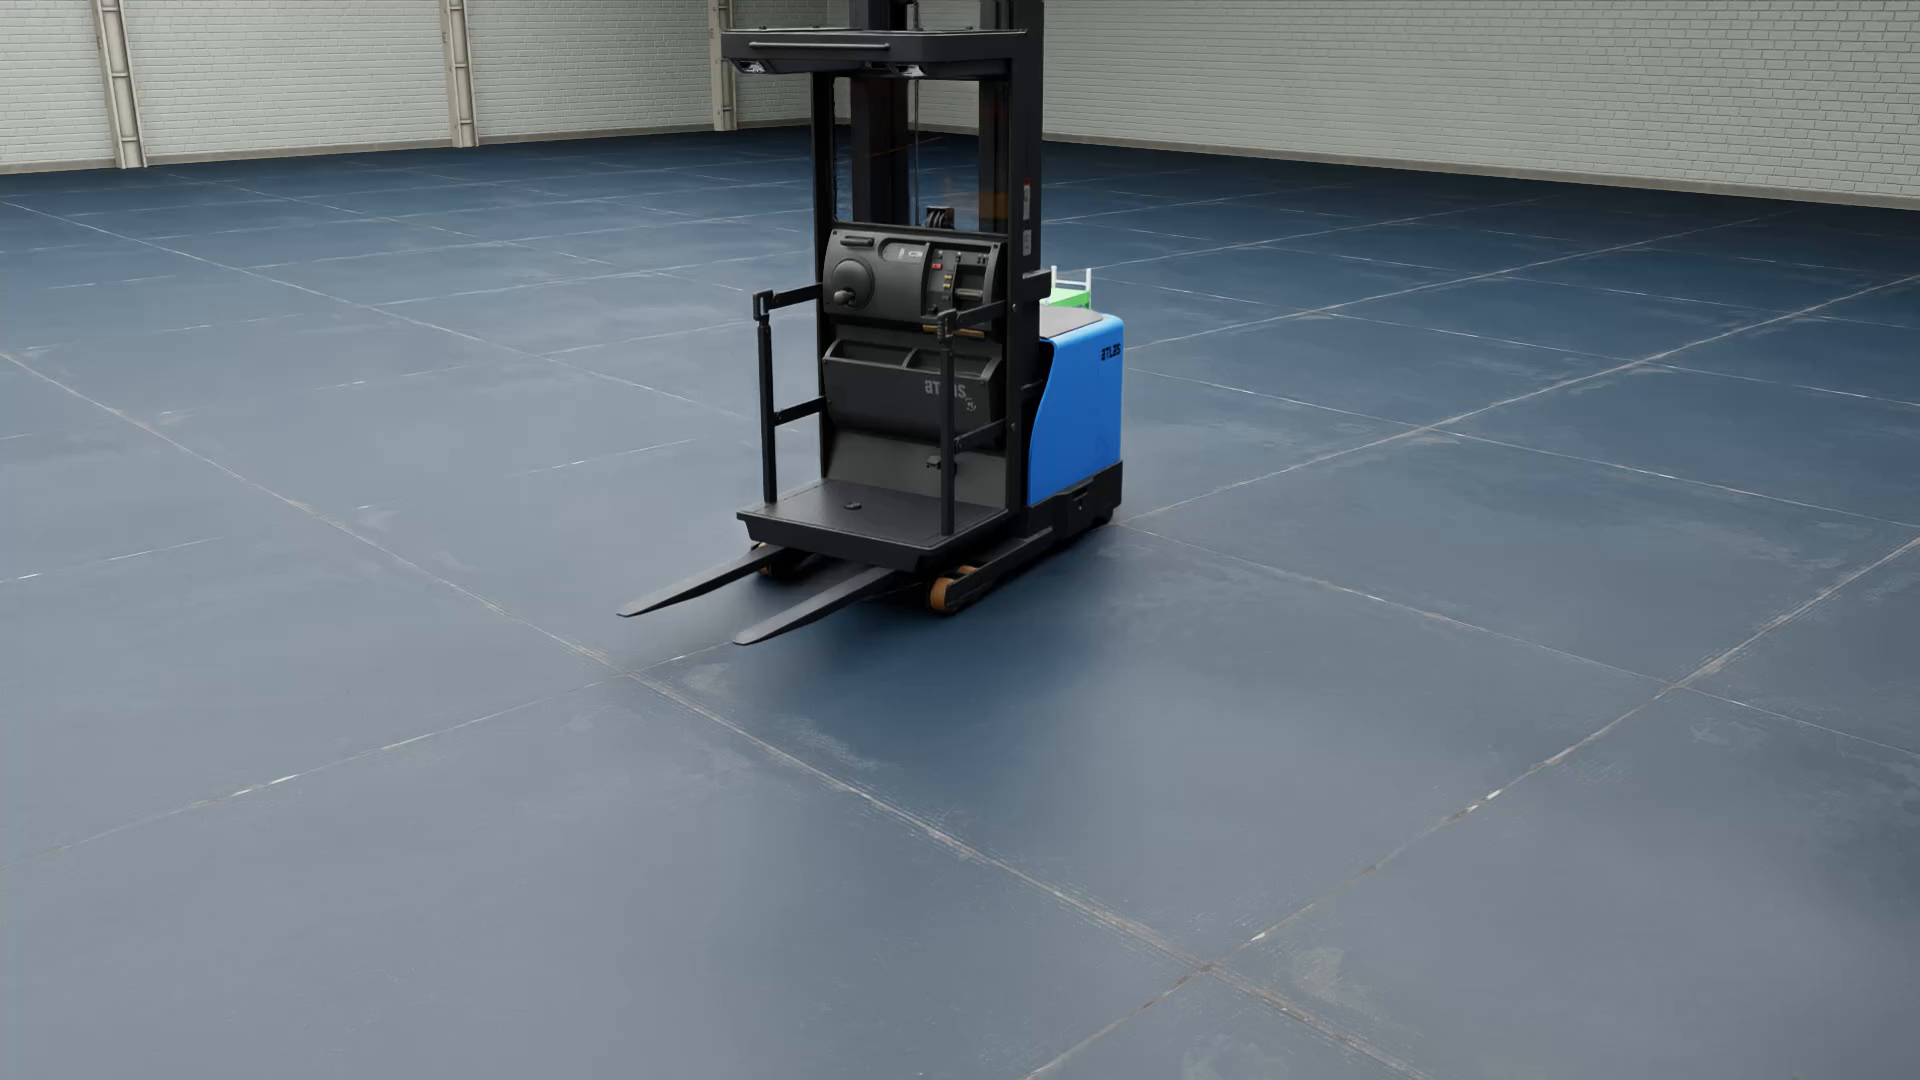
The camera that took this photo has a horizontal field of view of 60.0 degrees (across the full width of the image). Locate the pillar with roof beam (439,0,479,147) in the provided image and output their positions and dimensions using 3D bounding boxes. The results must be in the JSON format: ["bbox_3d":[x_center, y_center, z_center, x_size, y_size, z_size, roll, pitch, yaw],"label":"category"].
[{"bbox_3d":[-6.393,-10.761,27.083,0.400,9.000,9.100,-16,24,-41],"label":"pillar with roof beam"}]

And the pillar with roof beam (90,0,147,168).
[{"bbox_3d":[-10.752,-9.489,23.162,0.400,9.000,9.100,-16,24,-41],"label":"pillar with roof beam"}]

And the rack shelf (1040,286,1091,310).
[{"bbox_3d":[0.494,-1.283,9.147,0.258,0.148,0.480,11,21,30],"label":"rack shelf"}]

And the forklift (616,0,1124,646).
[{"bbox_3d":[-0.338,-1.224,7.508,1.130,2.935,3.031,11,21,30],"label":"forklift"}]

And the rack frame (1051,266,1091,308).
[{"bbox_3d":[0.622,-0.951,9.473,0.240,1.200,0.015,11,21,30],"label":"rack frame"}]

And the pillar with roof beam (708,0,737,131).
[{"bbox_3d":[-2.033,-12.032,31.005,0.400,9.000,9.100,-16,24,-41],"label":"pillar with roof beam"}]

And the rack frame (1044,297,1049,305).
[{"bbox_3d":[0.367,-0.823,9.077,0.240,1.200,0.015,11,21,30],"label":"rack frame"}]

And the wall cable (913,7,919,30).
[{"bbox_3d":[-1.942,-11.848,35.471,0.112,2.526,3.097,-16,24,-41],"label":"wall cable"}]

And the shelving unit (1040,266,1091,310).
[{"bbox_3d":[0.494,-0.887,9.275,0.258,1.200,0.503,11,21,30],"label":"shelving unit"}]
